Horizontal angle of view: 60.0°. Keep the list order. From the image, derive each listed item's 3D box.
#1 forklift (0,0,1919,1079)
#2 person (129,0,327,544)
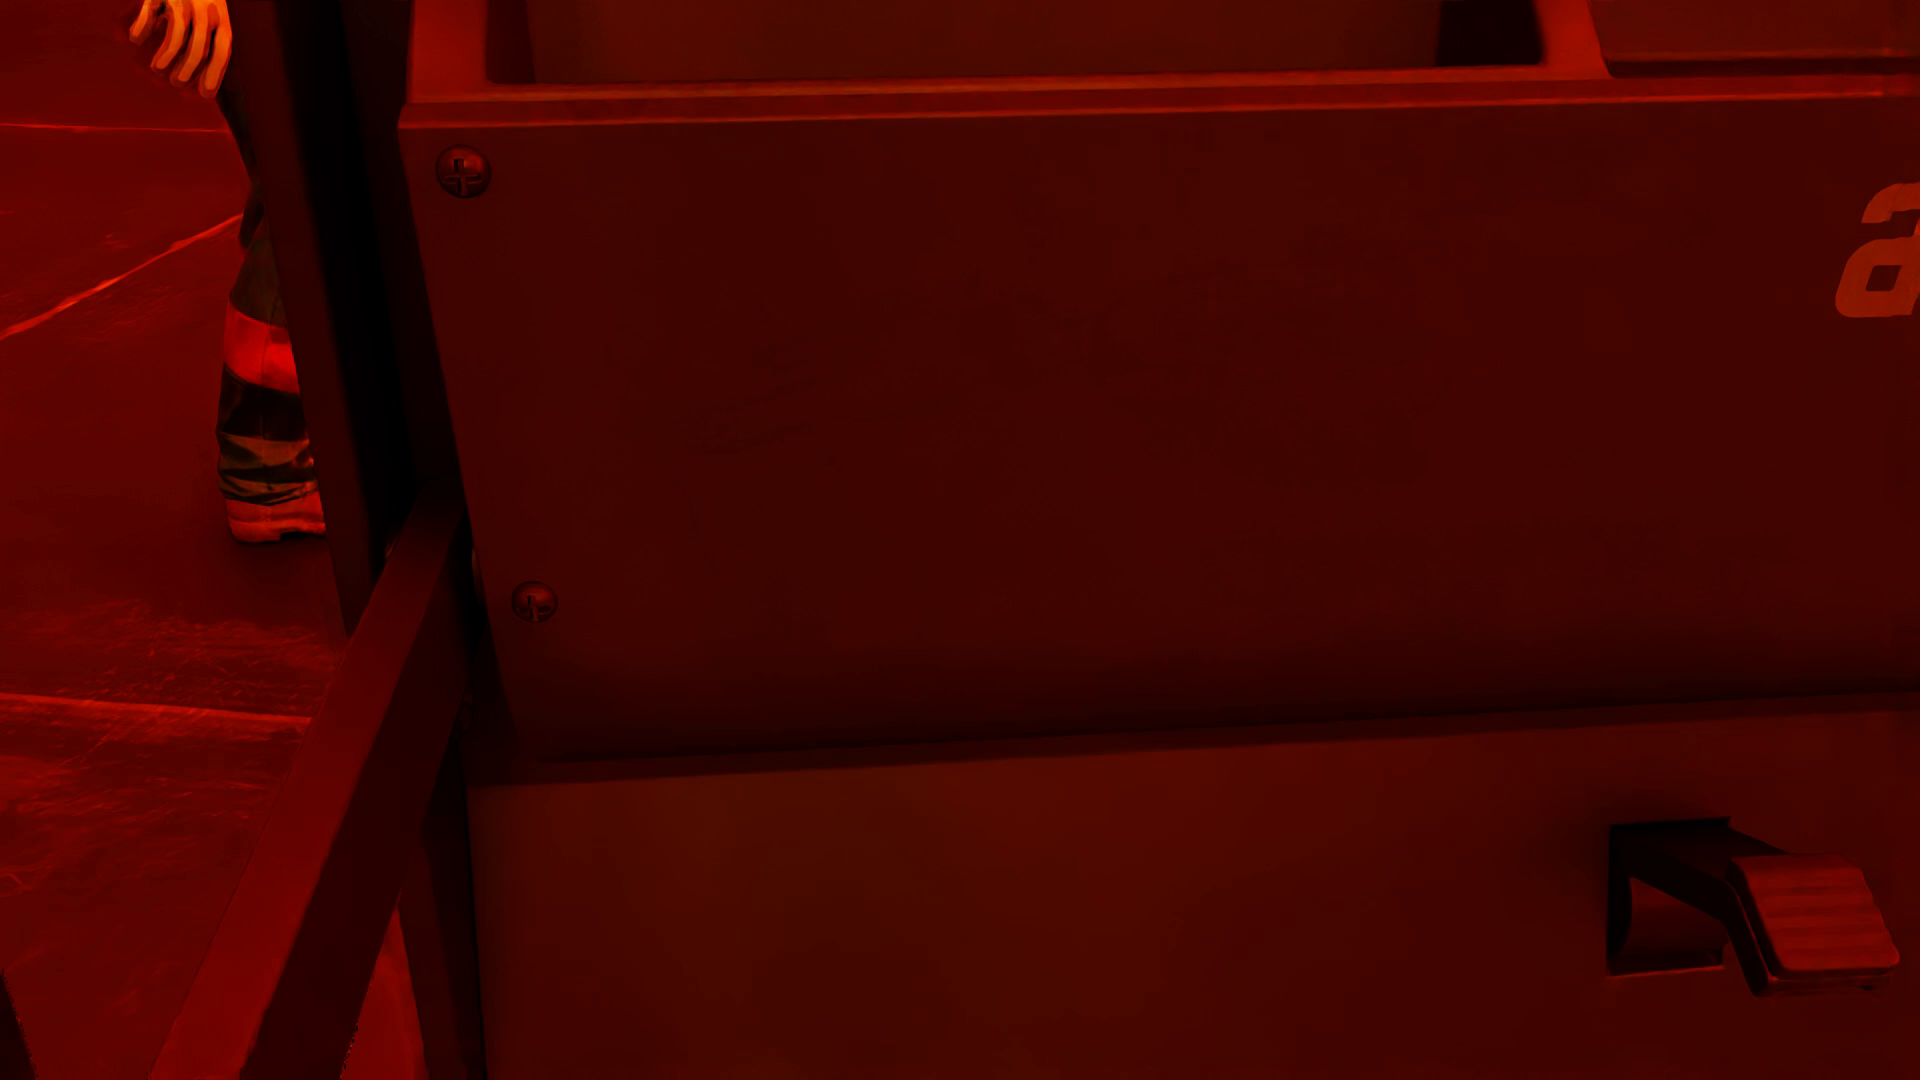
[{"bbox_3d":[0.270,-0.547,0.314,1.130,2.935,3.031,-2,27,-5],"label":"forklift"},{"bbox_3d":[-0.970,-0.863,2.264,0.413,1.757,0.805,-10,28,-20],"label":"person"}]
